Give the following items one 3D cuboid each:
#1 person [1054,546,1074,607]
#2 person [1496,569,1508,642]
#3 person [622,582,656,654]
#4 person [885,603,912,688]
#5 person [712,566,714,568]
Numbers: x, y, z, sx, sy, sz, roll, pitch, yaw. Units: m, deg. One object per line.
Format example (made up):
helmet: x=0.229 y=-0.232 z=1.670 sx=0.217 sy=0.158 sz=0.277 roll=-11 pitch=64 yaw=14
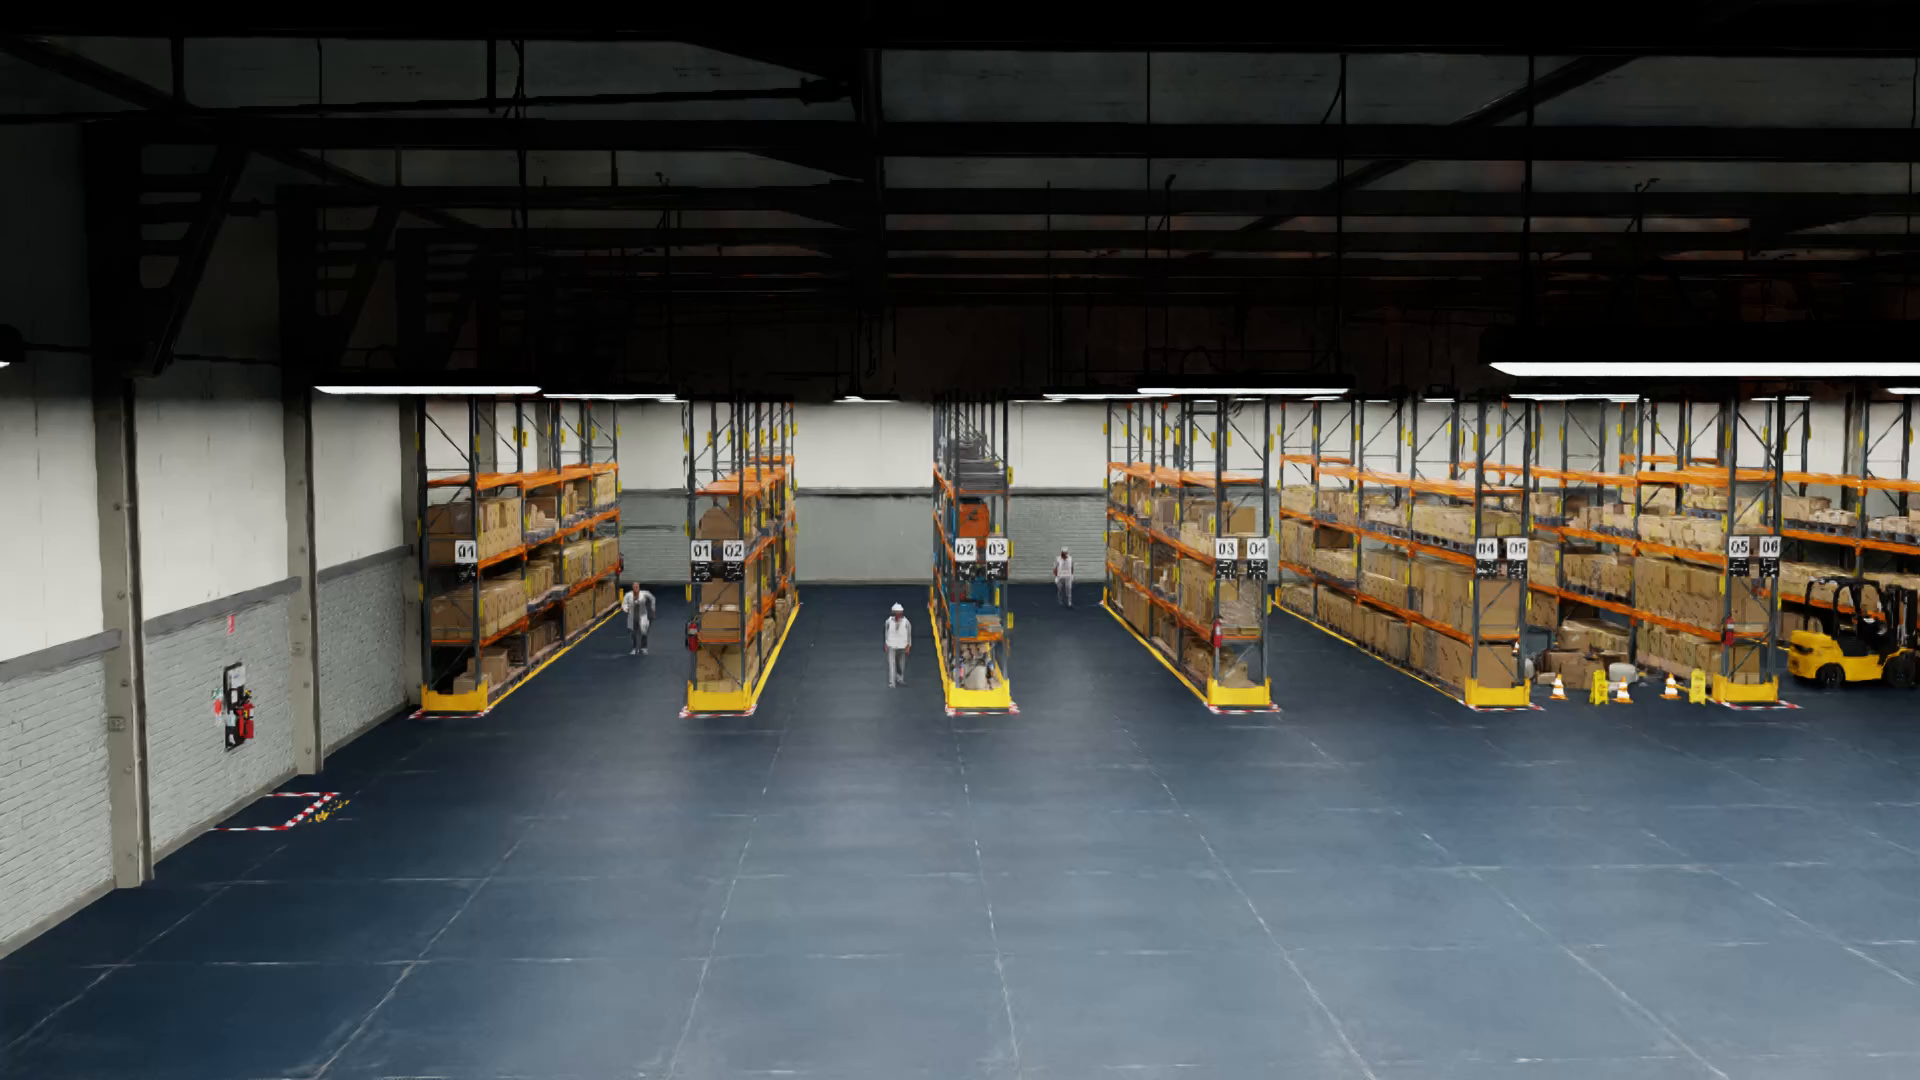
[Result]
person: x=2.945 y=1.023 z=47.055 sx=0.566 sy=1.704 sz=1.122 roll=0 pitch=5 yaw=0
person: x=13.031 y=1.570 z=40.185 sx=0.467 sy=1.736 sz=0.581 roll=-3 pitch=5 yaw=-32
person: x=-7.347 y=1.782 z=37.950 sx=0.712 sy=1.705 sz=0.884 roll=0 pitch=5 yaw=3
person: x=-1.249 y=2.117 z=33.697 sx=0.543 sy=1.700 sz=1.119 roll=0 pitch=5 yaw=-4
person: x=-6.754 y=1.101 z=46.312 sx=0.538 sy=1.665 sz=0.572 roll=2 pitch=5 yaw=25
